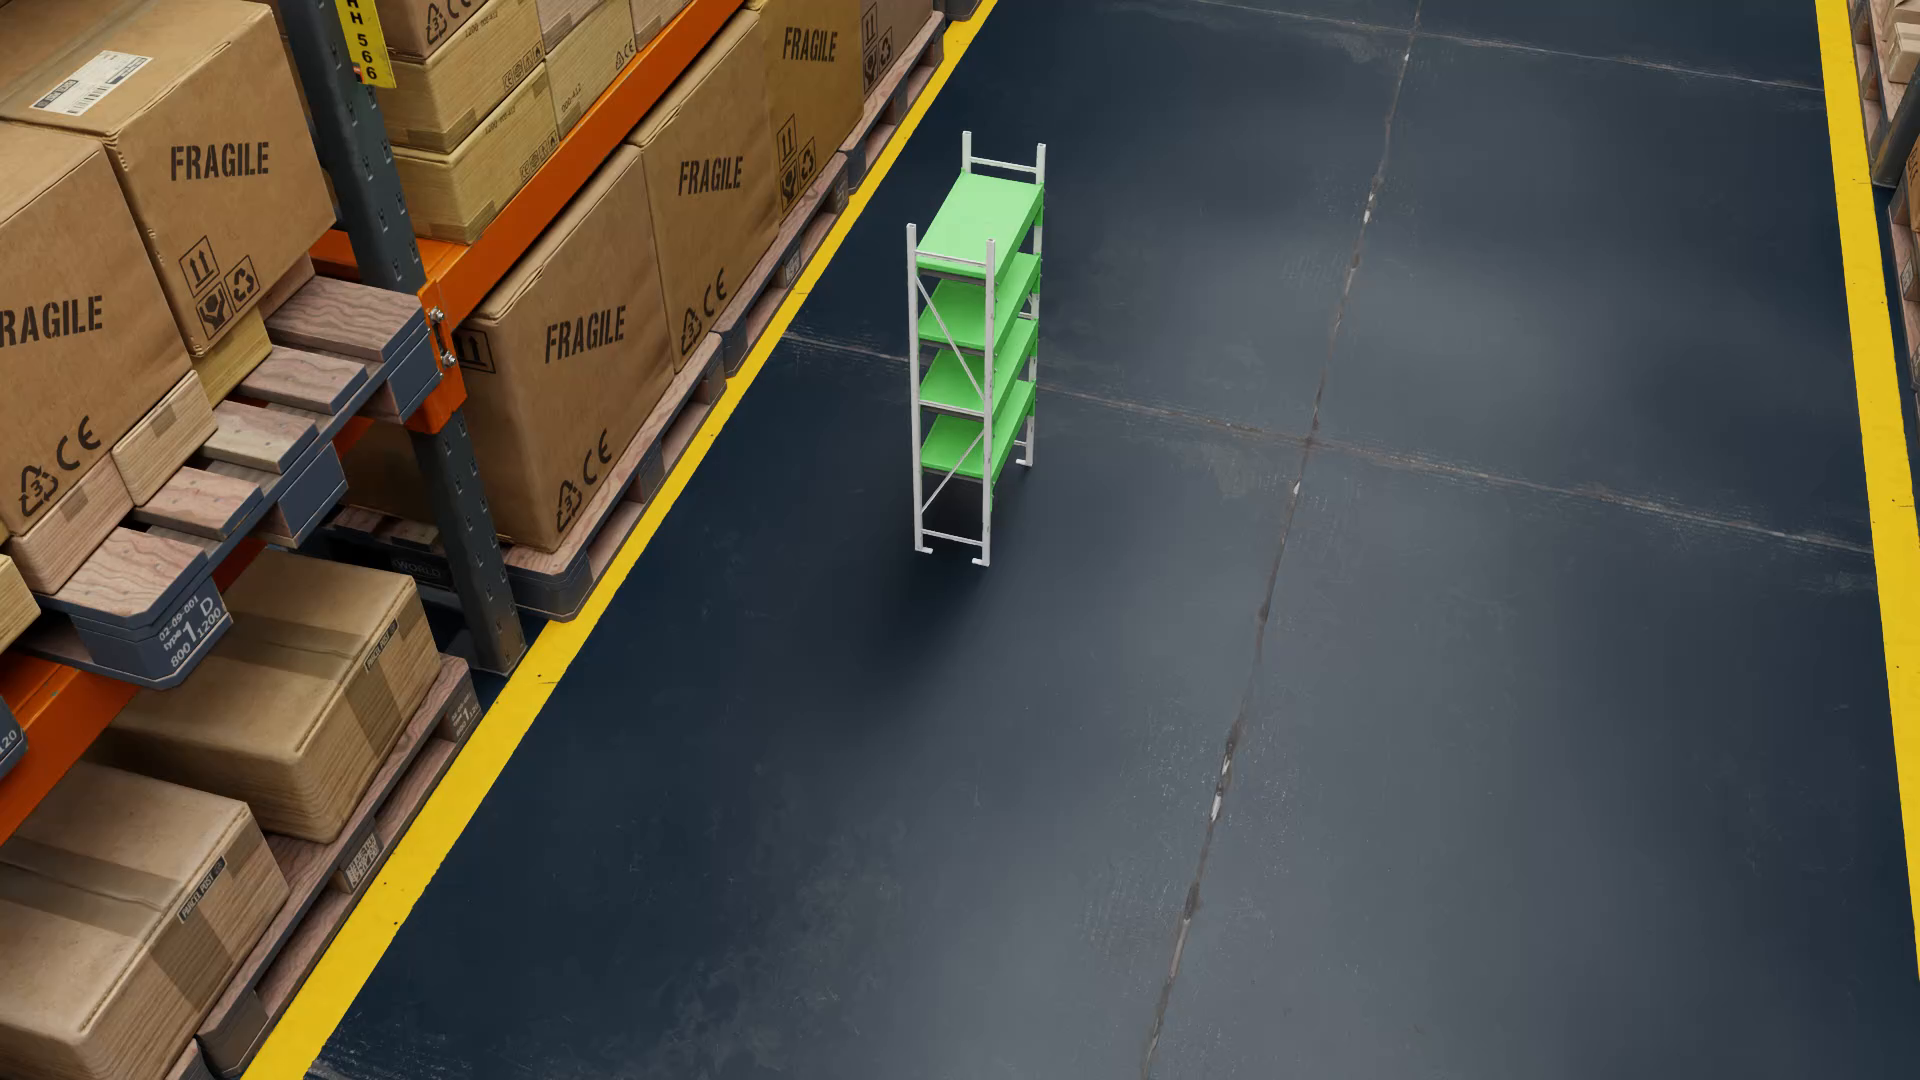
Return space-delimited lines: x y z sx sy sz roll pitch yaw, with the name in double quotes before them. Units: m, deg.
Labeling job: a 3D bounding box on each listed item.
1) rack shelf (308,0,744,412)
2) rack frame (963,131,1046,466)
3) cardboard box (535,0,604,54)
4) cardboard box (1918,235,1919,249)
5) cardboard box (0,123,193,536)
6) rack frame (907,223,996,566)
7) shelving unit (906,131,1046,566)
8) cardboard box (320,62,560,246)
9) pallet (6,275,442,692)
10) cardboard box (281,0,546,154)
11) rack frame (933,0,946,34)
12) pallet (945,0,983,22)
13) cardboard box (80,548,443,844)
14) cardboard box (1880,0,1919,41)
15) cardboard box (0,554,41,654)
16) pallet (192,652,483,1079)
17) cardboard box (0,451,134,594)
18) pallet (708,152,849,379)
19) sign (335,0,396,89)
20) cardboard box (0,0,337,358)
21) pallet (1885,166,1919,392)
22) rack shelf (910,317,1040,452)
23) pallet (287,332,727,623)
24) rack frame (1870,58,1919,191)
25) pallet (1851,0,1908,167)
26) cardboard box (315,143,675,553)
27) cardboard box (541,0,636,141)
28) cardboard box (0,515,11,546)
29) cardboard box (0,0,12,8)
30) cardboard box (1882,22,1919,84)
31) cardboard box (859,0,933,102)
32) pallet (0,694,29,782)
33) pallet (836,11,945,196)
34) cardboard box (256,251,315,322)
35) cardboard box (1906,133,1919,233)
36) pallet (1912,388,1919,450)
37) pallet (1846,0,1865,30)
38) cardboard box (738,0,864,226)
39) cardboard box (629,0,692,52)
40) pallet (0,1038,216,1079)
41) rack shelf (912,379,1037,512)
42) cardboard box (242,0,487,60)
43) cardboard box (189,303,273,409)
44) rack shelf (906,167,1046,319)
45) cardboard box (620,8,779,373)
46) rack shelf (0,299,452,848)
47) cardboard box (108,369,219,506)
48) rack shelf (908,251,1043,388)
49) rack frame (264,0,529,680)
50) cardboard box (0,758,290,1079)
"rack shelf" -1.166 -1.890 5.551 1.077 0.370 4.000 13 46 13
"rack frame" 0.124 -0.702 5.109 0.240 1.200 0.015 13 46 13
"cardboard box" -1.226 -1.569 4.458 0.500 0.250 0.500 14 46 13
"cardboard box" 3.658 -1.056 5.671 0.500 0.500 0.500 12 46 12
"cardboard box" -1.791 -0.397 2.927 0.500 0.500 0.500 12 46 12
"rack frame" -0.024 -0.377 4.777 0.240 1.200 0.015 13 46 13
"shelving unit" 0.050 -0.539 4.943 0.258 1.200 0.503 13 46 13
"cardboard box" -1.384 -1.033 4.268 0.500 0.250 0.500 12 46 12
"pallet" -1.886 -0.248 3.495 1.213 0.211 1.003 13 46 13
"cardboard box" -1.383 -1.224 4.106 0.500 0.250 0.500 12 46 12
"rack frame" -0.561 -3.480 6.662 1.000 3.000 0.127 13 46 13
"pallet" -0.256 -2.974 8.138 1.003 0.211 1.213 13 46 13
"cardboard box" -1.952 0.350 4.326 0.950 0.372 0.625 10 45 10
"cardboard box" 4.168 -2.276 7.085 0.396 0.266 0.258 14 46 14
"cardboard box" -1.847 0.118 2.864 0.380 0.149 0.250 13 46 13
"pallet" -2.010 0.703 4.380 1.003 0.211 1.213 13 46 13
"cardboard box" -1.777 -0.068 3.054 0.380 0.149 0.250 11 45 11
"pallet" -1.090 -1.137 6.261 1.003 0.211 1.213 13 46 13
"sign" -1.252 -1.091 3.449 0.100 0.325 0.005 13 46 13
"cardboard box" -1.645 -0.744 3.281 0.500 0.500 0.500 11 46 11
"pallet" 3.961 -0.884 6.003 1.003 0.211 1.213 13 46 13
"rack shelf" 0.050 -0.494 4.988 0.258 0.148 0.480 13 46 13
"pallet" -1.461 -0.327 5.433 1.003 0.211 1.213 13 46 13
"rack frame" 4.171 -2.431 5.590 1.000 3.000 0.127 13 46 13
"pallet" 4.380 -1.892 7.033 1.003 0.211 1.213 13 46 13
"cardboard box" -1.484 -0.647 4.986 0.875 0.875 0.875 12 46 12
"cardboard box" -1.245 -1.379 4.622 0.500 0.250 0.500 11 46 11
"cardboard box" -1.942 -0.060 2.583 0.500 0.500 0.500 10 45 10
"cardboard box" -2.129 -0.855 3.395 0.500 0.500 0.500 11 46 11
"cardboard box" 4.060 -1.996 6.883 0.380 0.149 0.250 11 45 11
"cardboard box" -0.672 -2.440 6.818 0.875 0.875 0.875 14 46 14
"pallet" -2.332 0.583 2.647 1.003 0.211 1.213 13 46 13
"pallet" -0.722 -1.953 7.095 1.003 0.211 1.213 13 46 13
"cardboard box" -1.647 -0.606 3.604 0.380 0.149 0.250 14 46 14
"cardboard box" 3.810 -1.413 6.036 0.500 0.500 0.500 14 46 14
"pallet" 3.593 -0.068 5.169 1.003 0.211 1.213 13 46 13
"pallet" 4.748 -2.708 7.866 1.003 0.211 1.213 13 46 13
"cardboard box" -0.938 -1.837 6.201 0.875 0.875 0.875 14 46 14
"cardboard box" -1.081 -1.728 4.978 0.500 0.250 0.500 14 46 14
"pallet" -2.381 1.514 3.552 1.003 0.211 1.213 13 46 13
"rack shelf" 0.050 -0.322 5.156 0.258 0.148 0.480 13 46 13
"cardboard box" -1.389 -1.484 3.835 0.500 0.500 0.500 11 45 11
"cardboard box" -1.659 -0.412 3.405 0.380 0.149 0.250 13 46 13
"rack shelf" 0.050 -0.837 4.652 0.258 0.148 0.480 13 46 13
"cardboard box" -1.209 -1.241 5.592 0.875 0.875 0.875 13 46 13
"rack shelf" -2.378 0.776 2.826 1.077 0.370 4.000 13 46 13
"cardboard box" -1.693 -0.234 3.224 0.380 0.149 0.250 12 46 12
"rack shelf" 0.050 -0.665 4.820 0.258 0.148 0.480 13 46 13
"rack frame" -1.772 -0.814 3.937 1.000 3.000 0.127 13 46 13
"cardboard box" -2.168 0.843 3.822 0.950 0.372 0.625 12 46 12
